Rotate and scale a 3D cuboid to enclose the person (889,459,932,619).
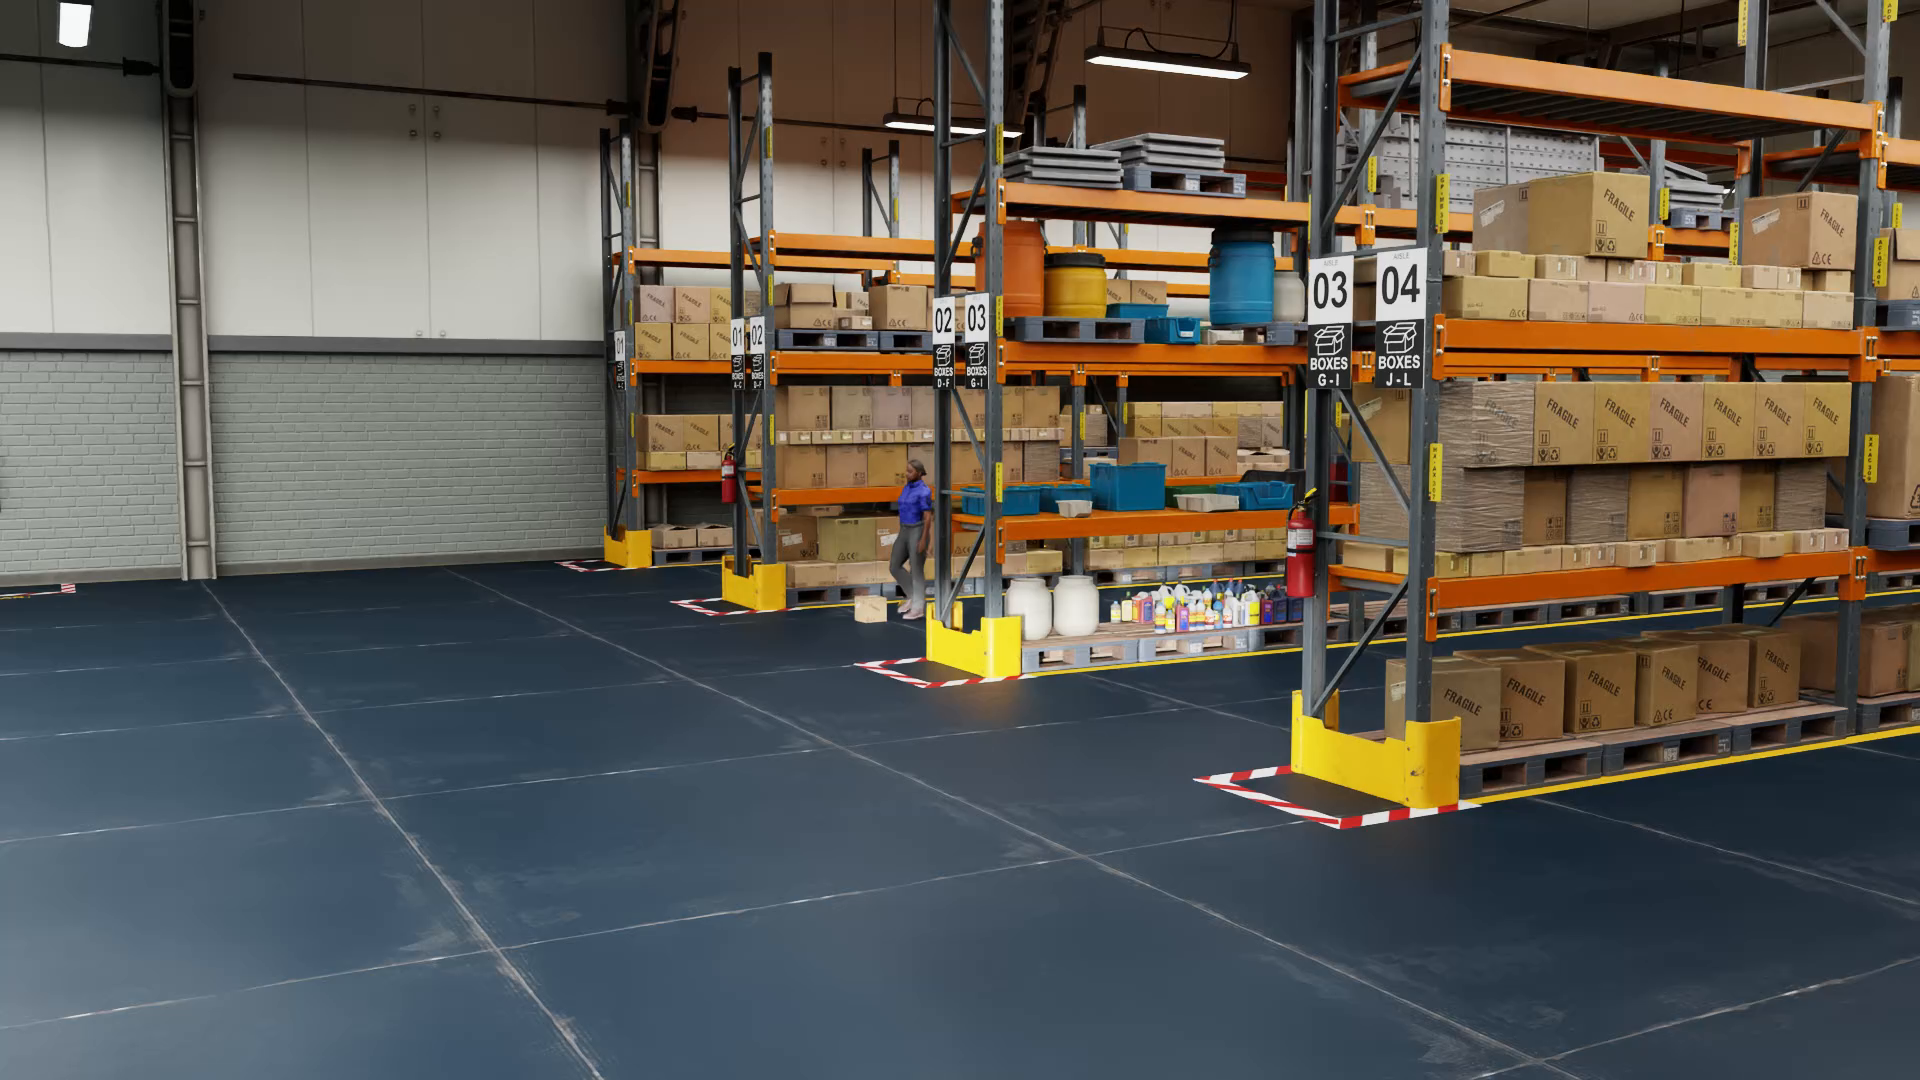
[{"bbox_3d":[-0.505,-0.023,17.545,0.484,1.663,0.542,-4,7,-39],"label":"person"}]
